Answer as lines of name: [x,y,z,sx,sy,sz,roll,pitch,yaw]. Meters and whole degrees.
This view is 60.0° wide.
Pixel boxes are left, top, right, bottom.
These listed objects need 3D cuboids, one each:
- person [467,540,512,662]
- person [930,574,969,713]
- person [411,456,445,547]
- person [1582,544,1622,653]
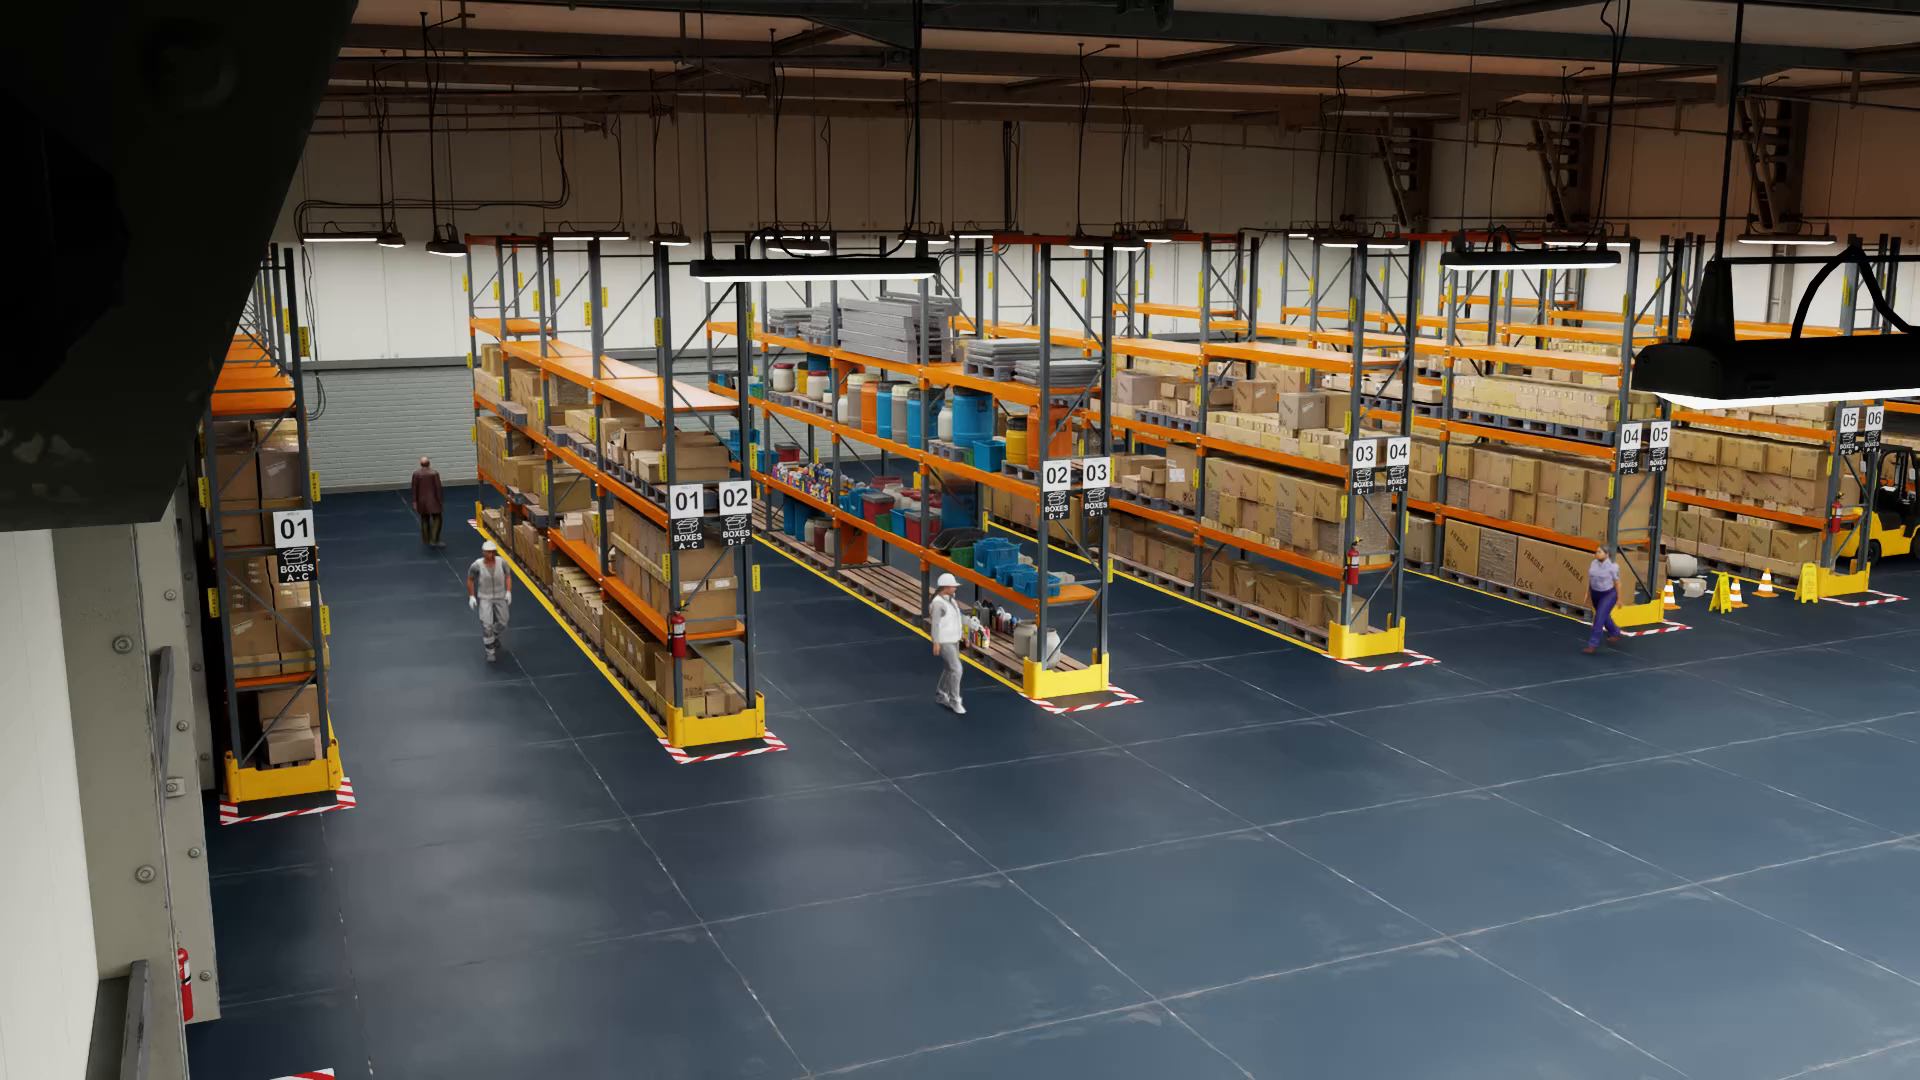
person: [-6.841,0.844,24.187,0.620,1.764,0.702,-6,12,-27]
person: [-0.105,1.354,21.666,0.530,1.835,0.565,4,12,19]
person: [-10.341,-0.711,32.291,0.633,1.725,0.587,0,11,2]
person: [9.528,0.833,24.596,1.013,1.595,0.518,-6,13,-30]
